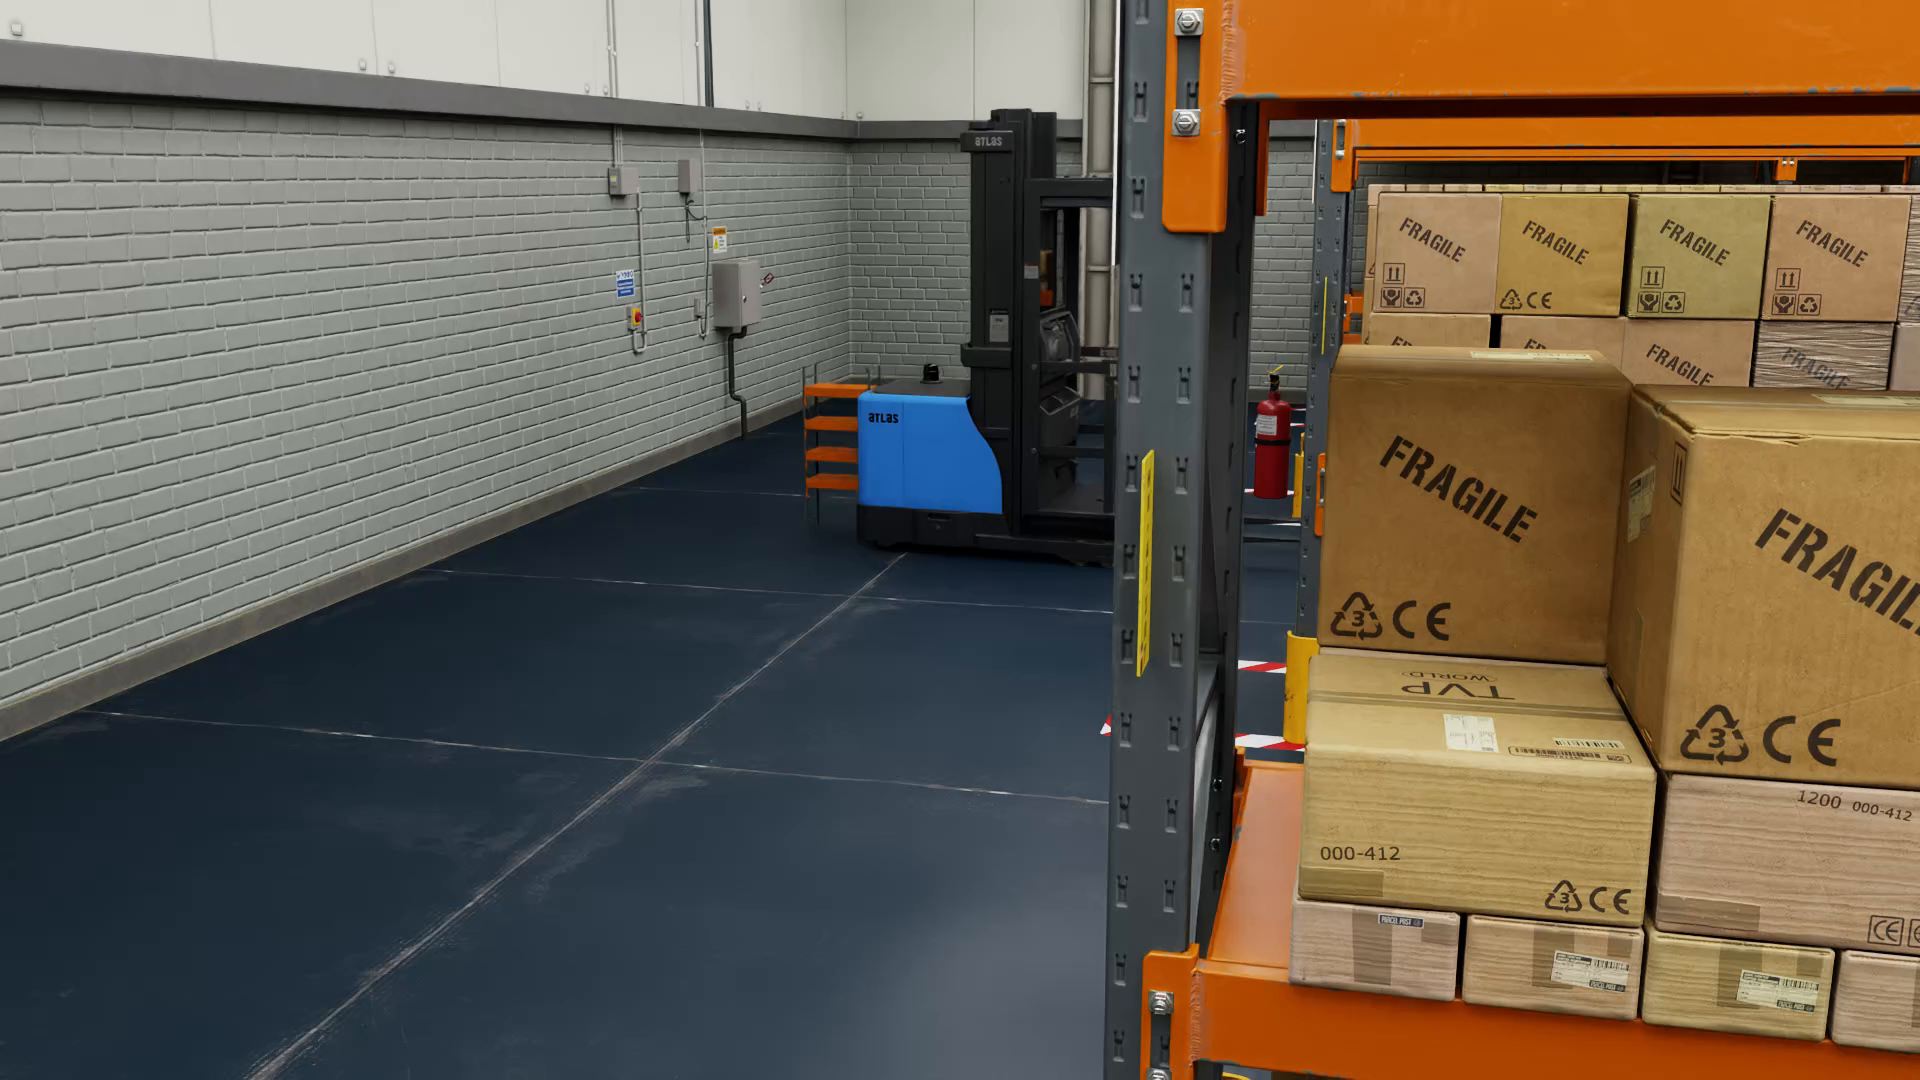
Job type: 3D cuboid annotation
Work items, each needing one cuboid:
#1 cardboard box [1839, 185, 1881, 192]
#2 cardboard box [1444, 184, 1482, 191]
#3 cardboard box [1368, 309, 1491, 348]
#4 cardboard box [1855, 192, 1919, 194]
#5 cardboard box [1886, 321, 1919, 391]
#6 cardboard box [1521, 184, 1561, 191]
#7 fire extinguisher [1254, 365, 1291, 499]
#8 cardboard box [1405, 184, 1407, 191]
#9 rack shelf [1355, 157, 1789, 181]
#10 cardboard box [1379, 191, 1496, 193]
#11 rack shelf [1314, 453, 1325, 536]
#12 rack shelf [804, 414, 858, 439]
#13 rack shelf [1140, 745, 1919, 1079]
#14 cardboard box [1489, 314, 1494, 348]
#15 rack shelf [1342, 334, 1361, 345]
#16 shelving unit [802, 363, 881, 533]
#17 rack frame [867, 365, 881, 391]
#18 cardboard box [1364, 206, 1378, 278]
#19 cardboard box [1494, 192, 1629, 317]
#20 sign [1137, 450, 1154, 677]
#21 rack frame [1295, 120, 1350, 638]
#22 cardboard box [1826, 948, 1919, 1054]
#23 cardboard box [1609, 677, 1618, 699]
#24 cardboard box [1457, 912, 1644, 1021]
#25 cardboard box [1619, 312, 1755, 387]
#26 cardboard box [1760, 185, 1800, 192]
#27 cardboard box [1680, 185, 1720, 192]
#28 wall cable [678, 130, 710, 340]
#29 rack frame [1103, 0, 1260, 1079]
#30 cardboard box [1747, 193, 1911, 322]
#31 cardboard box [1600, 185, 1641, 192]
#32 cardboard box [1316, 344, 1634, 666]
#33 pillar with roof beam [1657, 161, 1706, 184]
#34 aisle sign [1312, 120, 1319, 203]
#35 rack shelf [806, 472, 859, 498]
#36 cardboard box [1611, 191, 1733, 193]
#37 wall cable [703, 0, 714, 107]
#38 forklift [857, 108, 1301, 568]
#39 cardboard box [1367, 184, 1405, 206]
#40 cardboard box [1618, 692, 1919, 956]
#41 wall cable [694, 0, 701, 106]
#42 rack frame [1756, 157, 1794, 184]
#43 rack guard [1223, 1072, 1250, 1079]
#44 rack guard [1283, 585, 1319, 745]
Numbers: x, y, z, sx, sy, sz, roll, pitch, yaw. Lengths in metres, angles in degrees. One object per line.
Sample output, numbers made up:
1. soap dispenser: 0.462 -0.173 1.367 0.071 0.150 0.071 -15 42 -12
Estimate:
1. cardboard box: 6.067 -2.336 11.301 0.250 0.149 0.380 3 13 15
2. cardboard box: 3.564 -2.445 11.792 0.250 0.149 0.380 3 13 15
3. cardboard box: 2.071 -0.771 7.365 0.500 0.500 0.500 4 13 16
4. cardboard box: 4.216 -1.264 7.279 0.500 0.500 0.500 3 13 14
5. cardboard box: 4.061 -0.664 6.882 0.500 0.500 0.500 3 13 13
6. cardboard box: 4.091 -2.433 11.737 0.250 0.149 0.380 3 13 14
7. fire extinguisher: 1.567 -0.549 8.320 0.183 0.674 0.296 3 13 14
8. cardboard box: 3.438 -2.573 12.371 0.250 0.149 0.380 3 13 15
9. rack shelf: 5.916 -3.758 16.481 4.000 0.370 1.077 3 13 14
10. cardboard box: 2.205 -1.369 7.753 0.500 0.500 0.500 3 13 12
11. rack shelf: 3.643 -0.203 7.385 4.000 0.370 1.077 3 13 14
12. rack shelf: -0.835 -0.796 11.830 0.480 0.148 0.258 4 13 17
13. rack shelf: 2.356 0.835 2.708 4.000 0.370 1.077 3 13 14
14. cardboard box: 2.698 -0.855 7.746 0.500 0.500 0.500 3 13 13
15. rack shelf: 4.731 -1.249 12.101 4.000 0.370 1.077 3 13 14
16. shelving unit: -0.835 -0.644 11.864 0.503 1.200 0.258 4 13 17
17. rack frame: -0.602 -0.628 11.793 0.015 1.200 0.240 4 13 17
18. cardboard box: 3.187 -2.157 11.989 0.500 0.500 0.500 3 13 12
19. cardboard box: 2.565 -1.236 7.155 0.500 0.500 0.500 3 13 15
20. sign: 0.276 0.035 2.471 0.005 0.325 0.100 3 13 14
21. rack frame: 1.701 -0.658 7.775 0.127 3.000 1.000 3 13 14
22. cardboard box: 1.432 0.630 2.551 0.250 0.149 0.380 3 13 13
23. cardboard box: 1.441 0.303 3.101 0.500 0.250 0.500 3 13 13
24. cardboard box: 0.930 0.603 2.670 0.250 0.149 0.380 3 13 13
25. cardboard box: 3.069 -0.720 7.138 0.500 0.500 0.500 3 13 14
26. cardboard box: 5.577 -2.360 11.410 0.250 0.149 0.380 3 13 13
27. cardboard box: 5.071 -2.379 11.495 0.250 0.149 0.380 3 13 12
28. wall cable: -2.363 -2.787 15.024 0.122 1.984 0.588 3 13 14
29. rack frame: 0.415 0.379 3.101 0.053 2.616 0.949 3 13 14
30. cardboard box: 3.560 -1.179 6.897 0.500 0.500 0.500 3 13 12
31. cardboard box: 4.563 -2.392 11.553 0.250 0.149 0.380 3 13 12
32. cardboard box: 0.951 -0.089 3.136 0.500 0.500 0.500 3 13 14
33. pillar with roof beam: 6.367 -4.790 12.548 0.400 9.000 9.100 3 13 14
34. aisle sign: 1.558 -1.868 7.226 0.004 0.787 0.394 3 13 14
35. rack shelf: -0.835 -0.384 11.922 0.480 0.148 0.258 4 13 17
36. cardboard box: 3.204 -1.318 7.521 0.500 0.500 0.500 4 13 16
37. wall cable: -1.914 -5.629 16.244 0.133 3.039 2.988 3 13 14
38. forklift: 0.863 -1.378 11.176 3.031 2.935 1.130 4 13 17
39. cardboard box: 3.067 -2.481 11.956 0.250 0.149 0.380 3 13 15
40. cardboard box: 1.322 0.415 2.598 0.500 0.250 0.500 3 13 13
41. wall cable: -2.618 -5.027 13.617 0.029 3.000 2.355 3 13 14
42. rack frame: 7.858 -2.541 16.261 0.127 3.000 1.000 3 13 14
43. rack guard: 0.391 1.599 3.374 0.348 0.500 1.175 3 13 14
44. rack guard: 1.775 0.566 8.028 0.348 0.500 1.175 3 13 14
